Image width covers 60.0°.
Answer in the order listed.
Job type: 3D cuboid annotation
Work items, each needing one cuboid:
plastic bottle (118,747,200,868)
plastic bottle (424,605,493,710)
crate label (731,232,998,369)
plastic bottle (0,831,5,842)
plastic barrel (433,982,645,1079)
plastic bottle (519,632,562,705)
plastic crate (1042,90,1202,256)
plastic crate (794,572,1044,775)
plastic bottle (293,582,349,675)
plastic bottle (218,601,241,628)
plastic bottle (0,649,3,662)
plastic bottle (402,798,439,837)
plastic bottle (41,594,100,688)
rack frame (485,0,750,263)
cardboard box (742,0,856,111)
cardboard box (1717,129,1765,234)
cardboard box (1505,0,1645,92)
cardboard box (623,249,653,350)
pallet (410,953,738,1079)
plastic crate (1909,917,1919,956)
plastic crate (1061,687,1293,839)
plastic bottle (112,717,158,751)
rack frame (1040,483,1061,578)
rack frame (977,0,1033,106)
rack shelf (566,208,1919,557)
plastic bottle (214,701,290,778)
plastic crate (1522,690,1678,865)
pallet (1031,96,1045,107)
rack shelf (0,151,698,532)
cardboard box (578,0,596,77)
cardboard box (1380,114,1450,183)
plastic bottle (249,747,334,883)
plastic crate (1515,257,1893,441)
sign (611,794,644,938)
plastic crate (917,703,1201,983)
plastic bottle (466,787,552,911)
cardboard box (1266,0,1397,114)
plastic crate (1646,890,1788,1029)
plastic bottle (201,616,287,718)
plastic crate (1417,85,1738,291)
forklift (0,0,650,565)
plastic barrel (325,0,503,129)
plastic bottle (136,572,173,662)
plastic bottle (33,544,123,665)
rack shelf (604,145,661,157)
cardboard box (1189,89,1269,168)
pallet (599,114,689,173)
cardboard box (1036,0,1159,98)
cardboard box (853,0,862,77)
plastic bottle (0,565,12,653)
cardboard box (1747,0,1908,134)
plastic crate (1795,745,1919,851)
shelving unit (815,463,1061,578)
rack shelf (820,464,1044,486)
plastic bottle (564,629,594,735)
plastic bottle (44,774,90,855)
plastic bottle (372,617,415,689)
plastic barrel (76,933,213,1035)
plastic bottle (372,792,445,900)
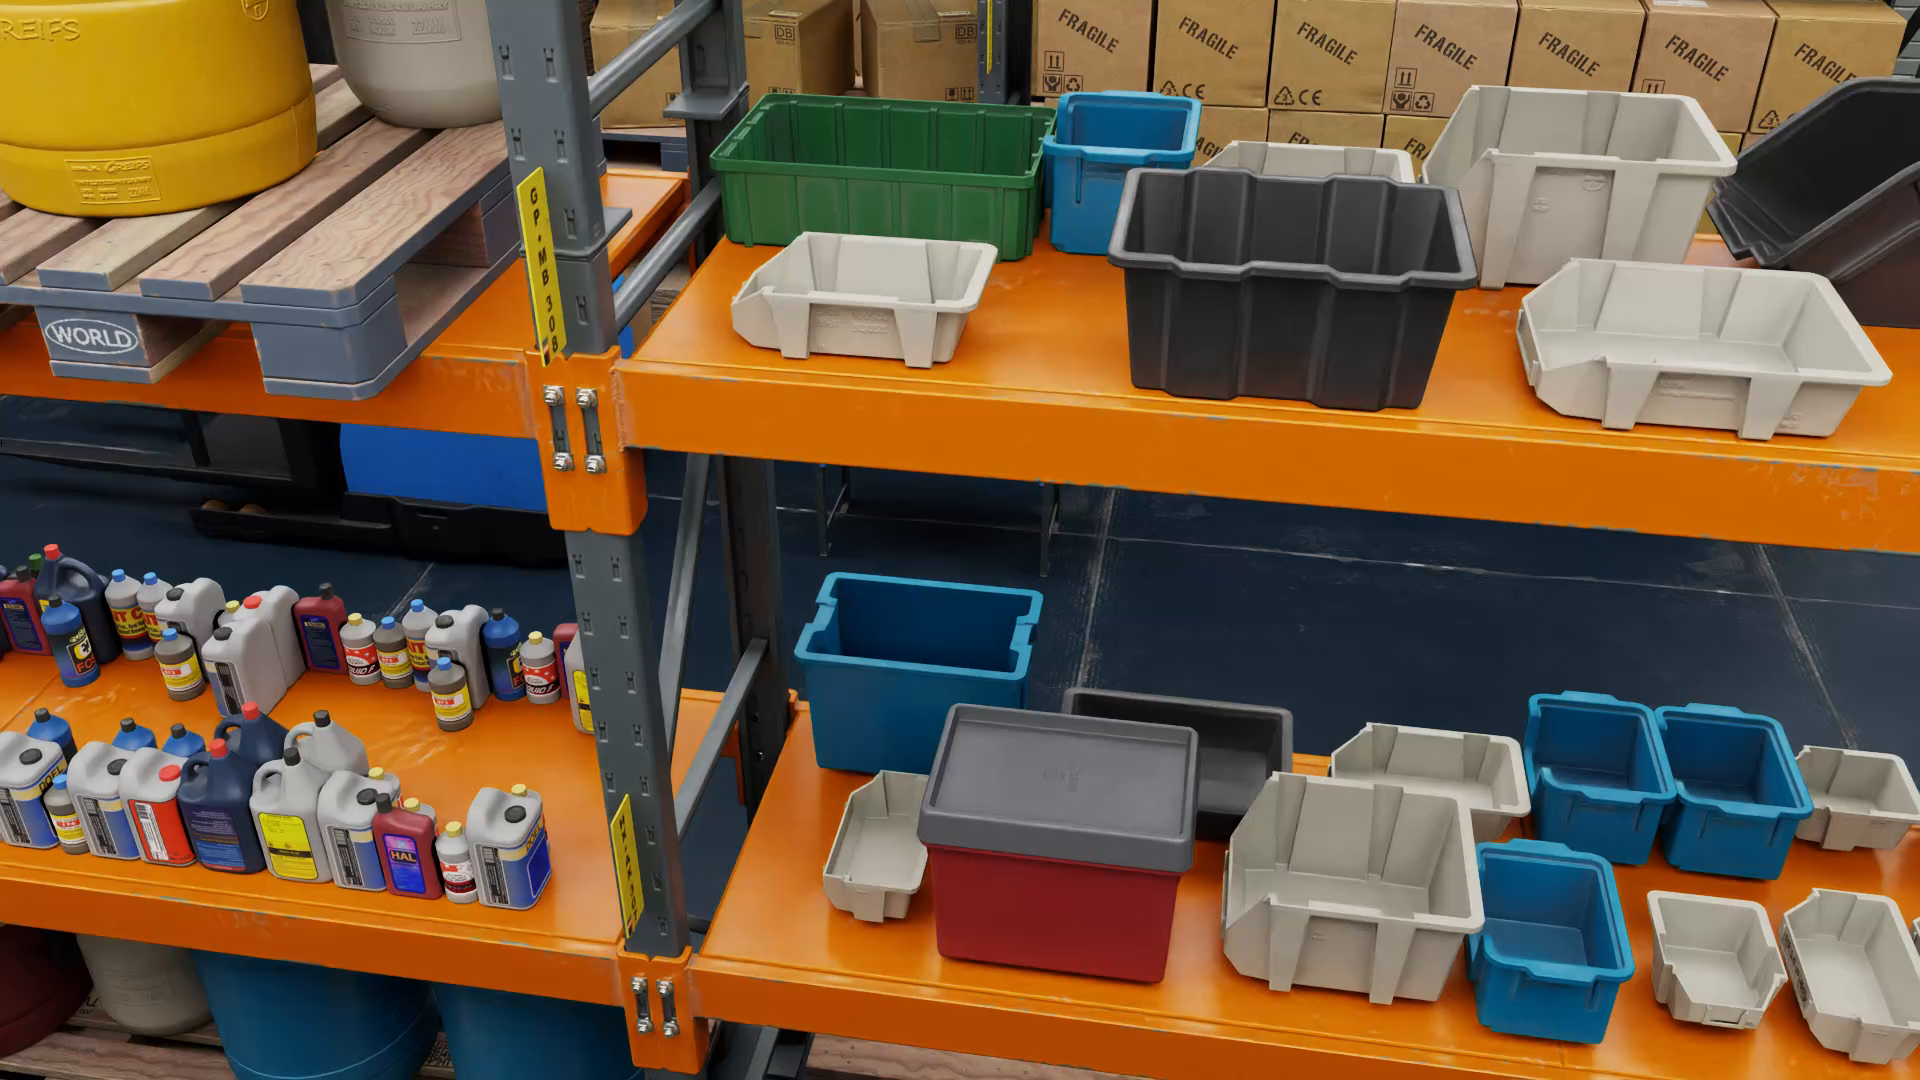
[{"bbox_3d":[-1.914,0.636,4.023,0.135,0.276,0.152,5,32,8],"label":"plastic bottle"},{"bbox_3d":[-1.367,0.307,4.549,0.135,0.276,0.152,5,32,8],"label":"plastic bottle"},{"bbox_3d":[-0.180,-0.437,3.043,0.466,0.136,0.293,5,32,8],"label":"crate label"},{"bbox_3d":[-2.394,0.639,4.089,0.097,0.201,0.097,0,32,0],"label":"plastic bottle"},{"bbox_3d":[-1.147,1.182,4.617,0.708,0.901,0.600,5,32,8],"label":"plastic barrel"},{"bbox_3d":[-1.152,0.343,4.562,0.097,0.201,0.097,0,32,0],"label":"plastic bottle"},{"bbox_3d":[0.337,-0.759,3.465,0.300,0.233,0.416,5,32,8],"label":"plastic crate"},{"bbox_3d":[-0.096,0.372,4.287,0.575,0.384,0.392,5,32,8],"label":"plastic crate"},{"bbox_3d":[-1.779,0.242,4.646,0.133,0.283,0.061,5,32,8],"label":"plastic bottle"},{"bbox_3d":[-2.029,0.264,4.688,0.097,0.201,0.097,0,32,0],"label":"plastic bottle"},{"bbox_3d":[-2.802,0.227,4.670,0.133,0.283,0.061,5,32,8],"label":"plastic bottle"},{"bbox_3d":[-1.297,0.706,3.982,0.097,0.201,0.097,0,32,0],"label":"plastic bottle"},{"bbox_3d":[-2.473,0.272,4.610,0.097,0.271,0.097,0,32,0],"label":"plastic bottle"},{"bbox_3d":[-0.614,-2.015,2.488,0.127,3.000,1.000,5,32,8],"label":"rack frame"},{"bbox_3d":[-0.895,-2.471,8.380,0.500,0.500,0.700,10,33,16],"label":"cardboard box"},{"bbox_3d":[3.679,-1.646,7.458,0.500,0.500,0.500,6,33,10],"label":"cardboard box"},{"bbox_3d":[2.671,-2.156,7.331,0.500,0.500,0.500,6,33,10],"label":"cardboard box"},{"bbox_3d":[-1.793,-1.221,8.816,0.500,0.500,0.500,4,32,7],"label":"cardboard box"},{"bbox_3d":[-1.367,1.619,4.965,1.213,0.211,1.003,5,32,8],"label":"pallet"},{"bbox_3d":[2.212,0.959,3.582,0.243,0.136,0.396,5,32,8],"label":"plastic crate"},{"bbox_3d":[0.535,0.578,4.202,0.590,0.125,0.437,5,32,8],"label":"plastic crate"},{"bbox_3d":[-2.044,0.560,4.150,0.097,0.271,0.097,0,32,0],"label":"plastic bottle"},{"bbox_3d":[0.417,-0.598,7.292,0.032,1.500,0.500,5,32,8],"label":"rack frame"},{"bbox_3d":[0.223,-2.063,8.218,0.127,3.000,1.000,5,32,8],"label":"rack frame"},{"bbox_3d":[1.358,-0.260,3.190,4.000,0.370,1.077,5,32,8],"label":"rack shelf"},{"bbox_3d":[-1.733,0.546,4.097,0.185,0.351,0.144,5,32,8],"label":"plastic bottle"},{"bbox_3d":[1.547,0.592,4.079,0.300,0.233,0.416,5,32,8],"label":"plastic crate"},{"bbox_3d":[0.280,-3.501,13.145,1.213,0.211,1.003,5,32,8],"label":"pallet"},{"bbox_3d":[-2.585,-0.617,3.760,4.000,0.370,1.077,5,32,8],"label":"rack shelf"},{"bbox_3d":[-2.211,-2.461,8.365,0.500,0.500,0.700,11,34,17],"label":"cardboard box"},{"bbox_3d":[2.179,-1.783,7.676,0.500,0.500,0.500,5,32,8],"label":"cardboard box"},{"bbox_3d":[-1.575,0.638,3.951,0.185,0.351,0.144,5,32,8],"label":"plastic bottle"},{"bbox_3d":[1.250,-0.330,2.871,0.530,0.136,0.437,5,32,8],"label":"plastic crate"},{"bbox_3d":[-0.708,0.698,3.547,0.005,0.325,0.100,5,32,8],"label":"sign"},{"bbox_3d":[0.224,0.686,3.710,0.583,0.464,0.402,5,32,8],"label":"plastic crate"},{"bbox_3d":[-1.057,0.714,3.899,0.135,0.276,0.152,5,32,8],"label":"plastic bottle"},{"bbox_3d":[1.656,-2.248,7.477,0.500,0.500,0.500,4,32,7],"label":"cardboard box"},{"bbox_3d":[1.638,0.931,3.628,0.250,0.136,0.298,5,32,8],"label":"plastic crate"},{"bbox_3d":[-1.944,0.337,4.502,0.135,0.276,0.152,5,32,8],"label":"plastic bottle"},{"bbox_3d":[1.196,-0.696,3.319,0.530,0.282,0.437,5,32,8],"label":"plastic crate"},{"bbox_3d":[-3.111,-1.509,7.398,3.031,2.935,1.130,6,33,9],"label":"forklift"},{"bbox_3d":[-1.091,-1.158,3.421,0.433,0.535,0.433,0,32,0],"label":"plastic barrel"},{"bbox_3d":[-2.257,0.214,4.703,0.097,0.271,0.097,0,32,0],"label":"plastic bottle"},{"bbox_3d":[-2.496,0.171,4.696,0.185,0.351,0.144,5,32,8],"label":"plastic bottle"},{"bbox_3d":[-1.748,-1.936,8.694,4.000,0.370,1.077,5,32,8],"label":"rack shelf"},{"bbox_3d":[1.185,-1.873,7.821,0.500,0.500,0.500,6,32,9],"label":"cardboard box"},{"bbox_3d":[-1.802,-2.167,8.566,1.213,0.211,1.003,5,32,8],"label":"pallet"},{"bbox_3d":[0.640,-2.340,7.624,0.500,0.500,0.500,6,33,9],"label":"cardboard box"},{"bbox_3d":[-0.486,-3.988,12.925,0.750,0.750,0.750,6,33,10],"label":"cardboard box"},{"bbox_3d":[-2.810,0.142,4.742,0.185,0.351,0.144,5,32,8],"label":"plastic bottle"},{"bbox_3d":[3.681,-2.068,7.190,0.500,0.500,0.500,5,32,8],"label":"cardboard box"},{"bbox_3d":[2.170,0.644,4.085,0.298,0.136,0.250,5,32,8],"label":"plastic crate"},{"bbox_3d":[-0.084,-0.643,7.364,1.048,1.500,0.538,5,32,8],"label":"shelving unit"},{"bbox_3d":[-0.084,-0.491,7.460,1.000,0.185,0.538,5,32,8],"label":"rack shelf"},{"bbox_3d":[-0.946,0.344,4.420,0.185,0.351,0.144,5,32,8],"label":"plastic bottle"},{"bbox_3d":[-2.166,0.660,4.056,0.097,0.201,0.097,0,32,0],"label":"plastic bottle"},{"bbox_3d":[-1.572,0.305,4.622,0.097,0.201,0.097,0,32,0],"label":"plastic bottle"},{"bbox_3d":[-2.387,1.186,4.977,0.421,0.512,0.421,0,32,0],"label":"plastic barrel"},{"bbox_3d":[-1.293,0.714,3.892,0.133,0.283,0.061,5,32,8],"label":"plastic bottle"}]
